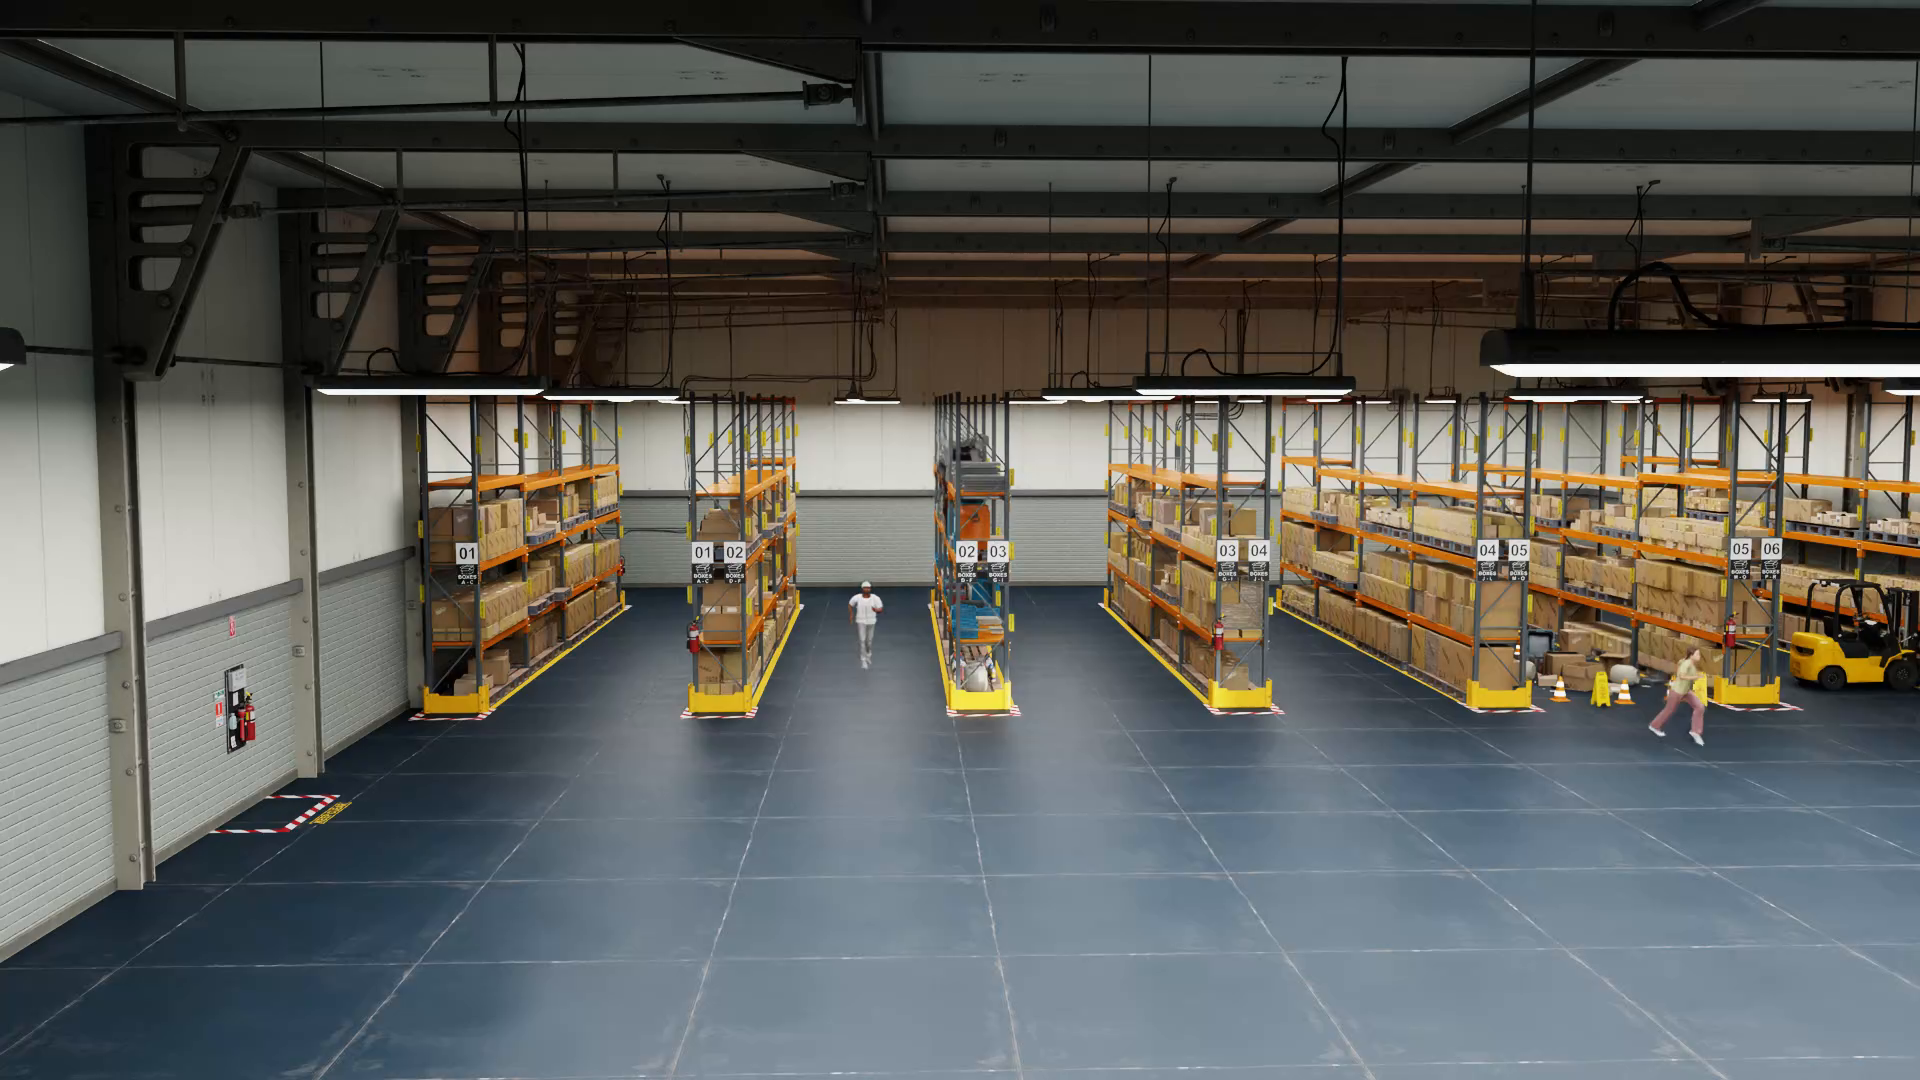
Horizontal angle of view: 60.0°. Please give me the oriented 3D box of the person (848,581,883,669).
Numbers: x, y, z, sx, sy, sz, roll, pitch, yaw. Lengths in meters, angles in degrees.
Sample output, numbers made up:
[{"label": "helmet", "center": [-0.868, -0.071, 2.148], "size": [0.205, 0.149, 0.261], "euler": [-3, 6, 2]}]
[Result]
[{"label": "person", "center": [-1.968, 1.759, 34.999], "size": [0.693, 1.785, 0.905], "euler": [-1, 5, -11]}]

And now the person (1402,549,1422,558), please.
[{"label": "person", "center": [13.291, 0.990, 49.200], "size": [0.931, 1.623, 0.654], "euler": [-1, 5, -8]}]

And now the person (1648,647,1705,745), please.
[{"label": "person", "center": [12.255, 2.634, 28.430], "size": [0.574, 1.672, 0.923], "euler": [-4, 6, -44]}]
